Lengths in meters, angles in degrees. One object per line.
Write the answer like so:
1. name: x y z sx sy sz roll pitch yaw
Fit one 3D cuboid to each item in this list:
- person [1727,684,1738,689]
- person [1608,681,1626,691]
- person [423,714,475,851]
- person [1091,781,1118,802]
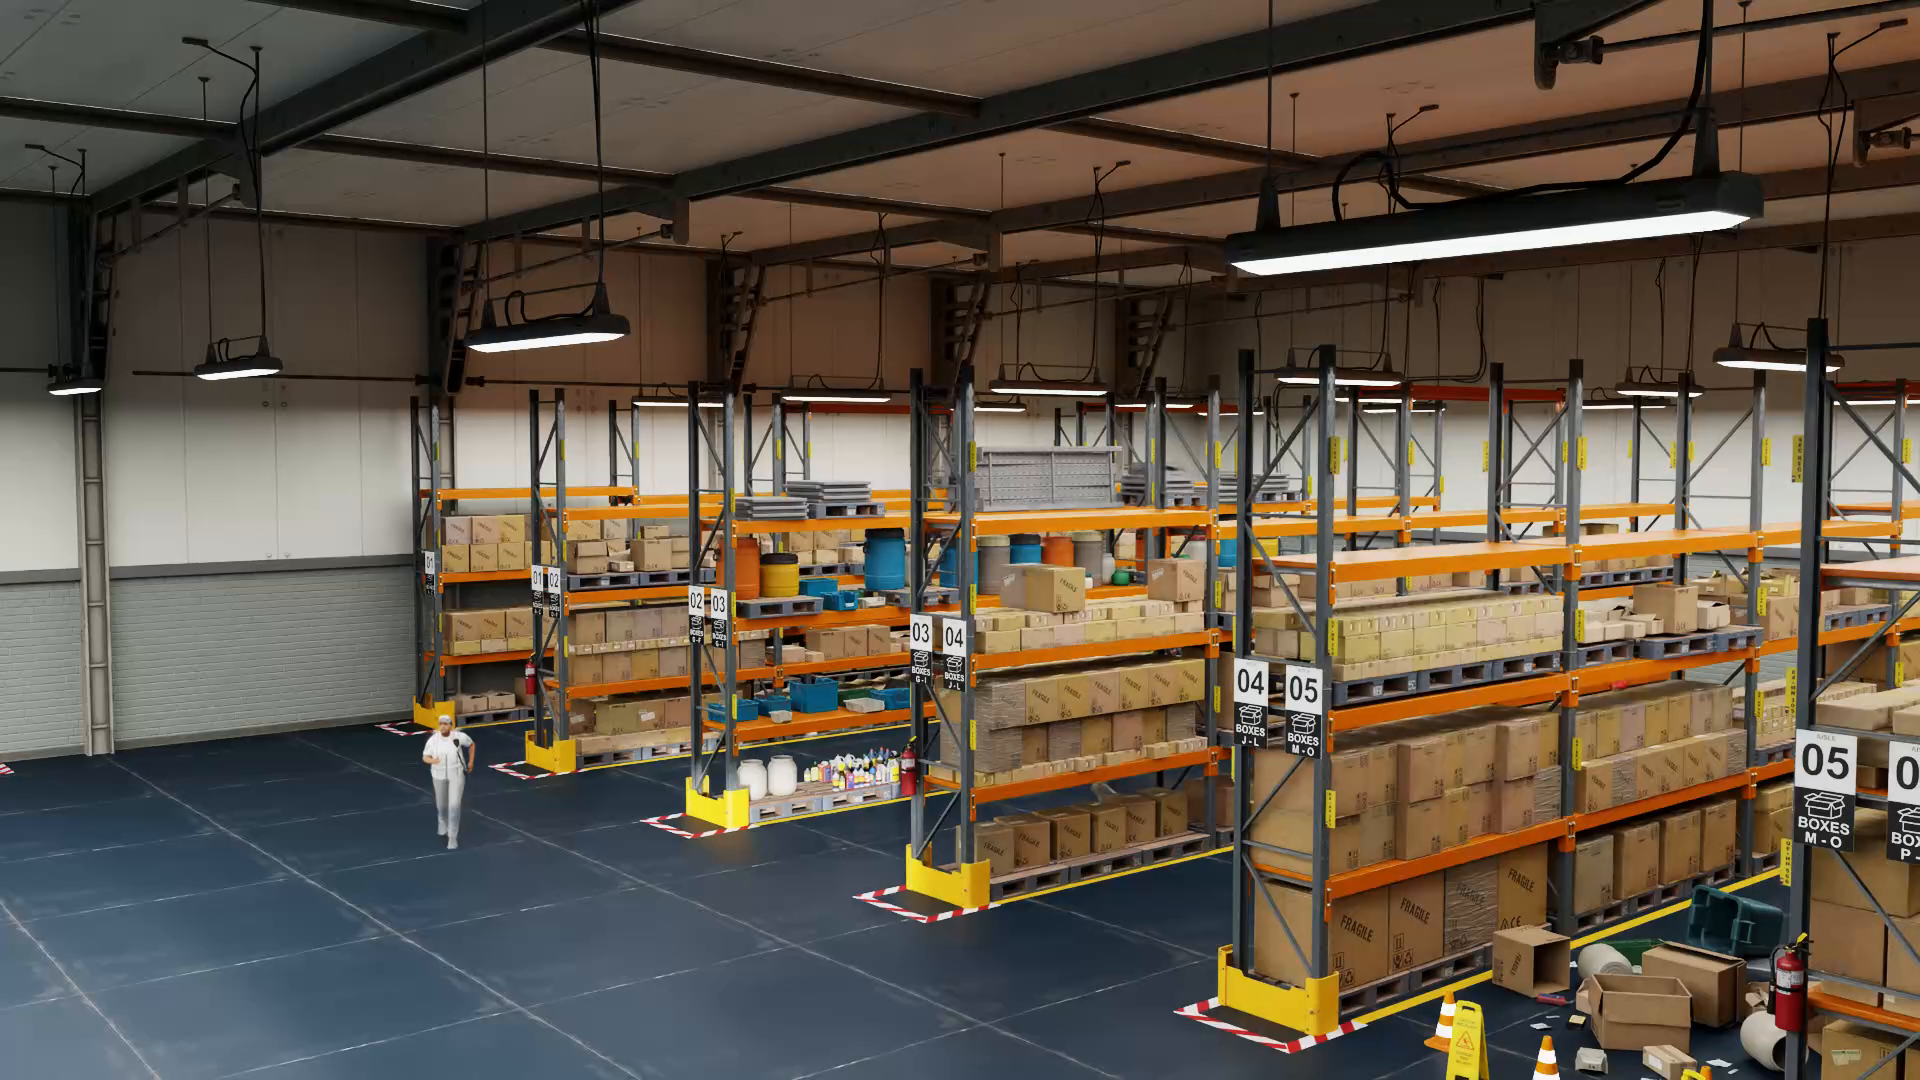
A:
1. person: 11.122 2.913 24.050 0.901 1.702 0.592 -3 4 -37
2. person: 9.429 2.875 23.692 0.810 1.780 0.650 -3 4 -40
3. person: -6.577 3.076 21.428 0.612 1.709 0.896 0 3 -7
4. person: 1.923 3.004 22.688 0.541 1.626 0.539 -2 4 -36
